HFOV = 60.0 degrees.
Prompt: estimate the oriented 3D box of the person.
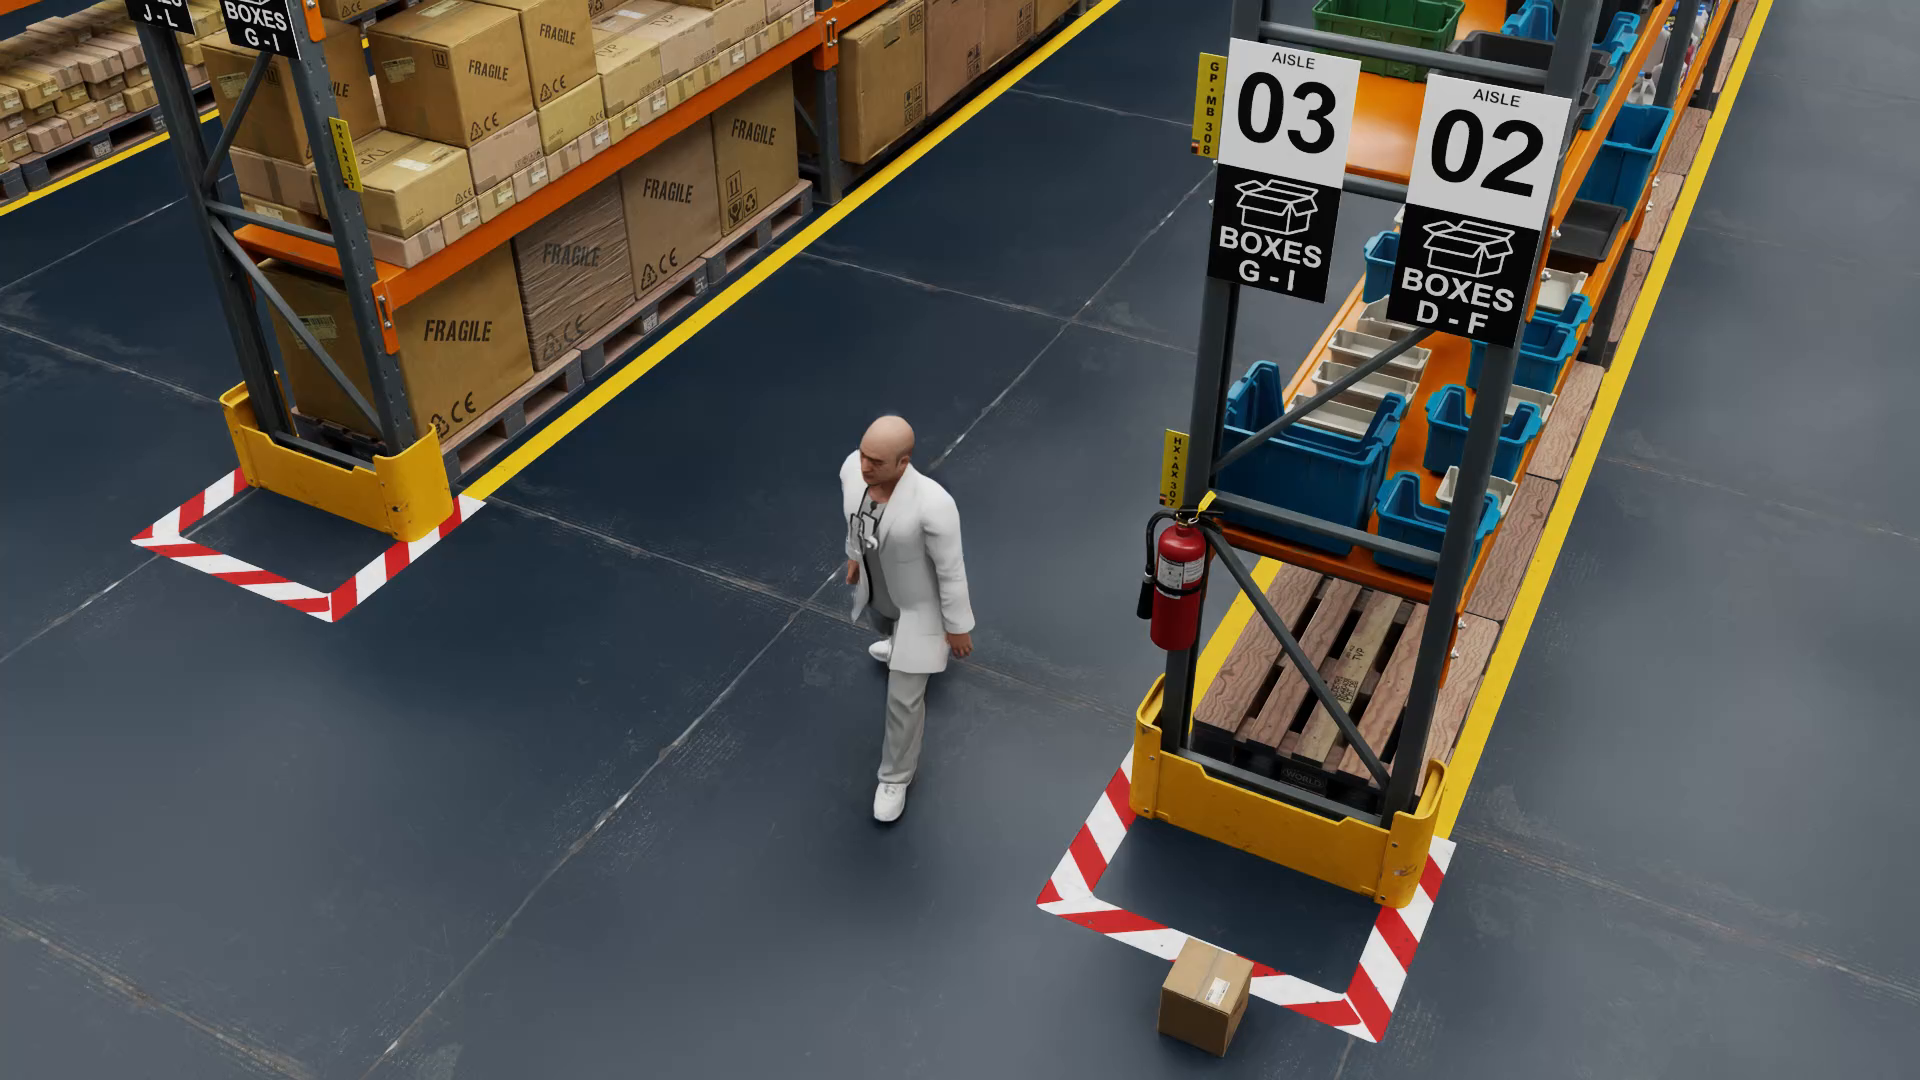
[{"bbox_3d":[-0.227,0.138,6.605,0.840,1.727,0.957,28,45,31],"label":"person"}]
